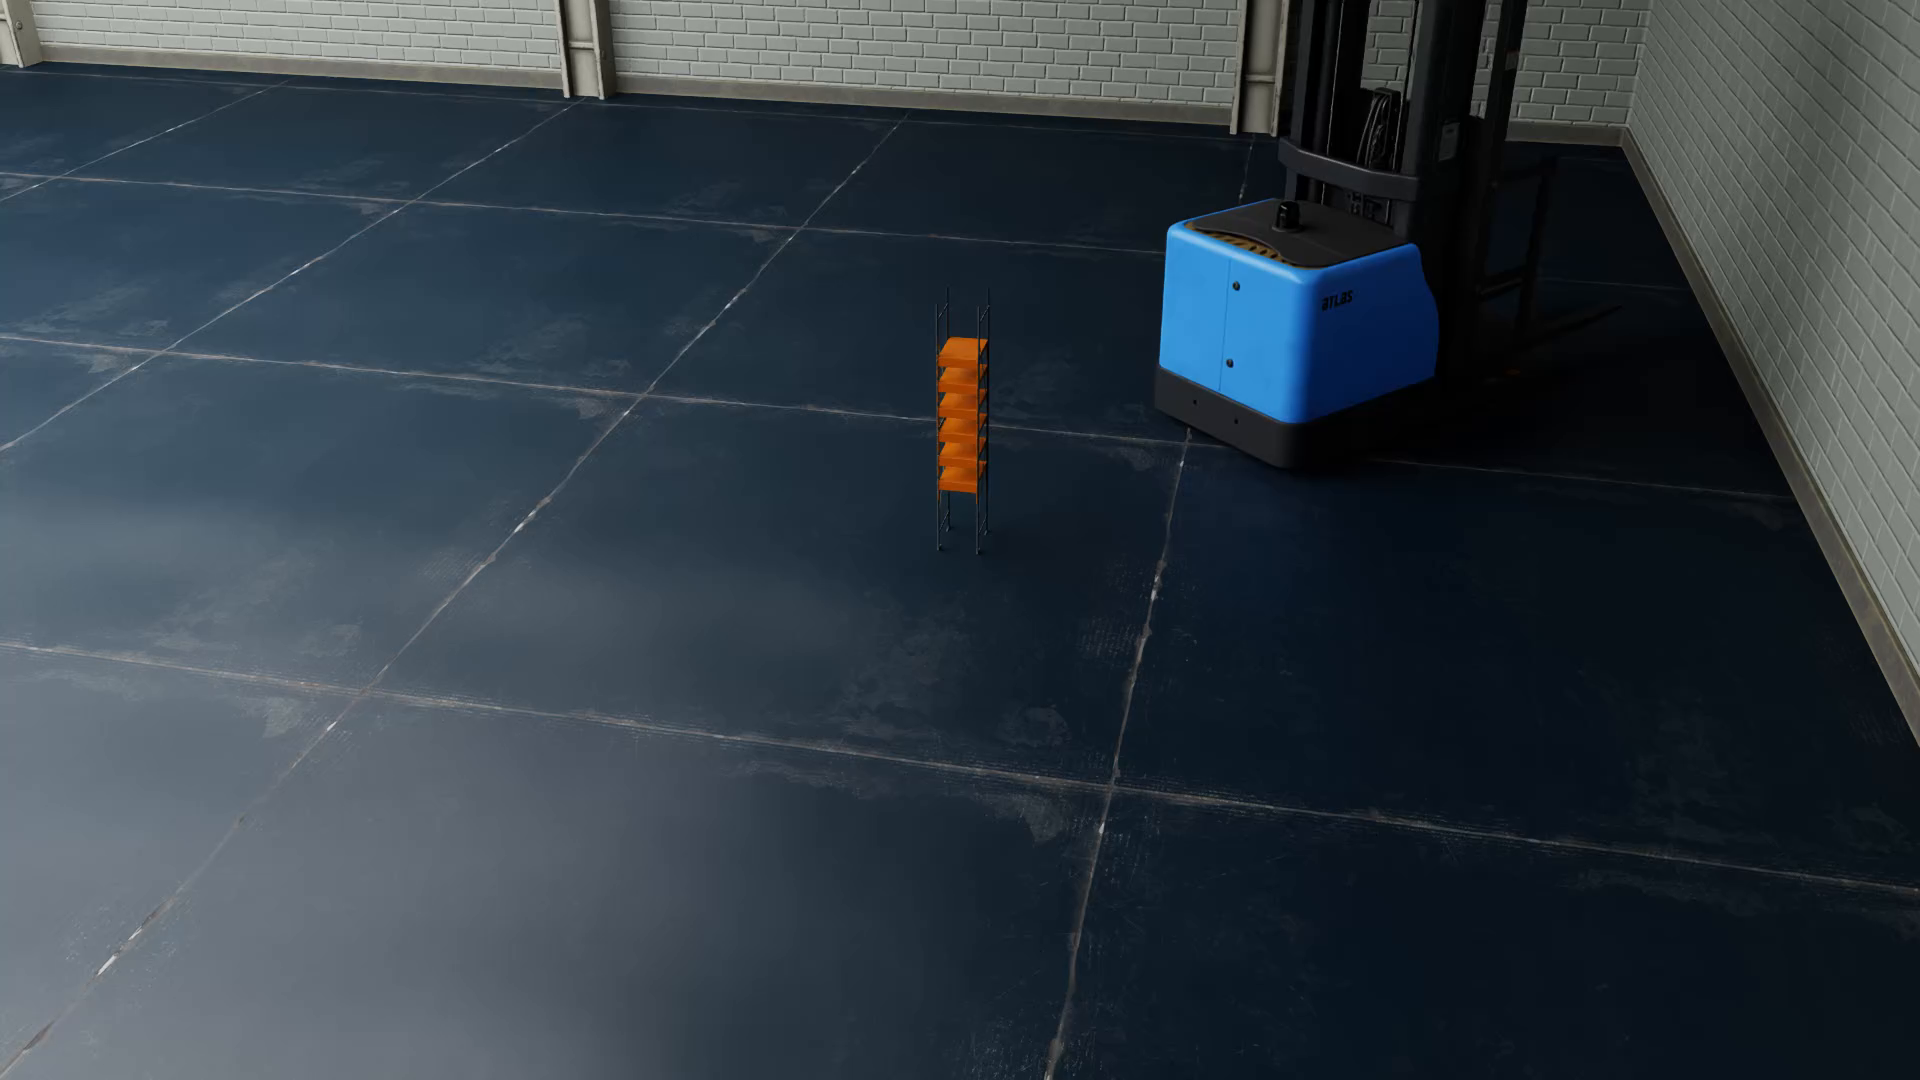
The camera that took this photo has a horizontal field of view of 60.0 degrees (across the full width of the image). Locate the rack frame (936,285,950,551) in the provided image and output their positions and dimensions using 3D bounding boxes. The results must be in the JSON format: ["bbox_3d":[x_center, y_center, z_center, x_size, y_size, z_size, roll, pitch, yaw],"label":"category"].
[{"bbox_3d":[-0.075,-0.534,7.476,0.006,1.200,0.240,6,29,11],"label":"rack frame"}]

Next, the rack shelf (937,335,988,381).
[{"bbox_3d":[0.014,-0.802,7.308,0.180,0.103,0.258,6,29,11],"label":"rack shelf"}]

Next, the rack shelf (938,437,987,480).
[{"bbox_3d":[0.014,-0.381,7.538,0.180,0.103,0.258,6,29,11],"label":"rack shelf"}]

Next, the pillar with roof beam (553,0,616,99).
[{"bbox_3d":[-4.269,-5.998,9.334,0.400,9.000,9.100,6,29,11],"label":"pillar with roof beam"}]

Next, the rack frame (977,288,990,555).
[{"bbox_3d":[0.104,-0.516,7.442,0.006,1.200,0.240,6,29,11],"label":"rack frame"}]

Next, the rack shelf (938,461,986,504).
[{"bbox_3d":[0.014,-0.275,7.596,0.180,0.103,0.258,6,29,11],"label":"rack shelf"}]

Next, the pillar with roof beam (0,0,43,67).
[{"bbox_3d":[-10.137,-6.599,10.433,0.400,9.000,9.100,6,29,11],"label":"pillar with roof beam"}]

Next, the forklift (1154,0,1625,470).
[{"bbox_3d":[2.525,-2.188,8.694,3.031,2.935,1.130,-20,34,-32],"label":"forklift"}]

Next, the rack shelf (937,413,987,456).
[{"bbox_3d":[0.014,-0.486,7.481,0.180,0.103,0.258,6,29,11],"label":"rack shelf"}]

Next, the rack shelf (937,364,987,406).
[{"bbox_3d":[0.014,-0.696,7.365,0.180,0.103,0.258,6,29,11],"label":"rack shelf"}]

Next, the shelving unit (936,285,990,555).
[{"bbox_3d":[0.014,-0.525,7.459,0.189,1.200,0.258,6,29,11],"label":"shelving unit"}]

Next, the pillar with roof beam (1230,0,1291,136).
[{"bbox_3d":[1.599,-5.396,8.235,0.400,9.000,9.100,6,29,11],"label":"pillar with roof beam"}]

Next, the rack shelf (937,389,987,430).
[{"bbox_3d":[0.014,-0.591,7.423,0.180,0.103,0.258,6,29,11],"label":"rack shelf"}]
